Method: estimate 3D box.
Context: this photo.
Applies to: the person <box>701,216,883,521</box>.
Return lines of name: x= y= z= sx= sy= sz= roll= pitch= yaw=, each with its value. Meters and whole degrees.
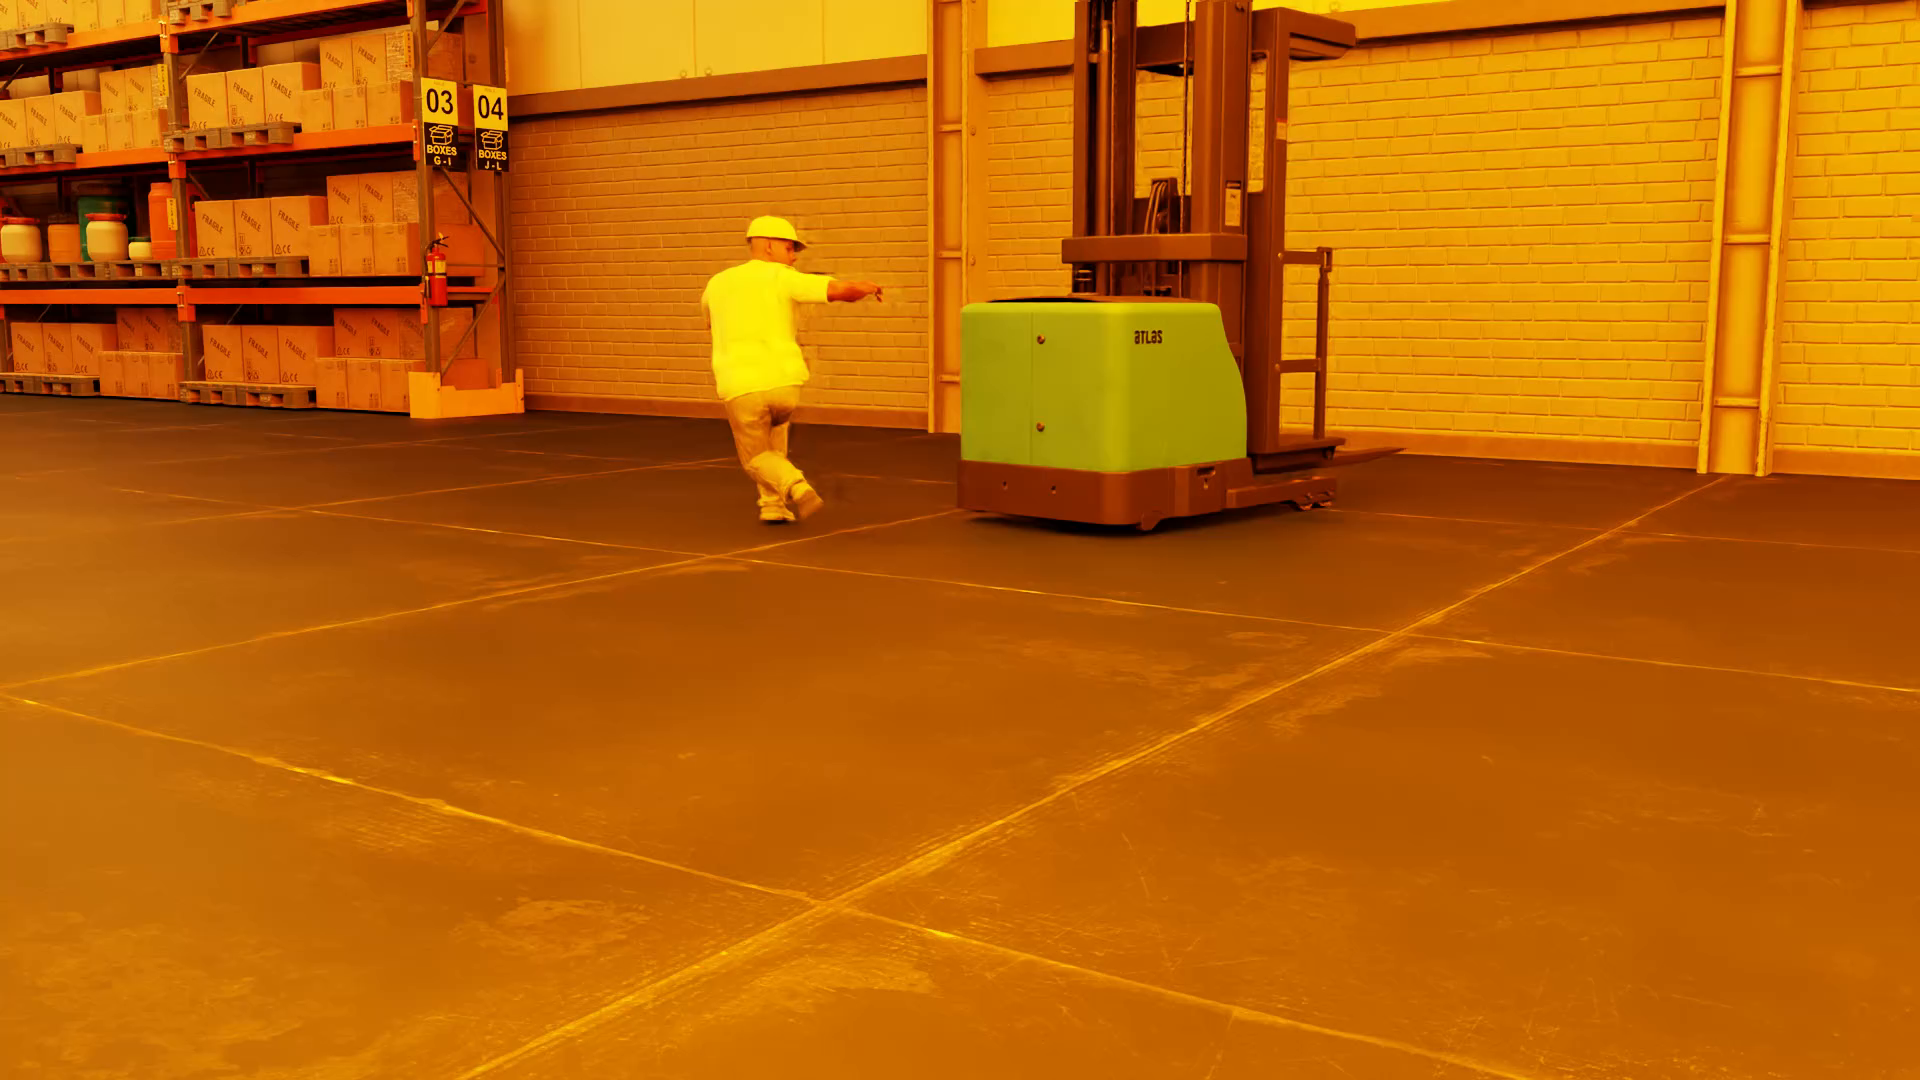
person: x=-0.814 y=-0.815 z=8.100 sx=0.880 sy=1.498 sz=1.139 roll=-1 pitch=8 yaw=-4

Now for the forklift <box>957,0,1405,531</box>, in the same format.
forklift: x=1.357 y=-1.648 z=8.779 sx=1.130 sy=2.935 sz=3.031 roll=7 pitch=11 yaw=42
